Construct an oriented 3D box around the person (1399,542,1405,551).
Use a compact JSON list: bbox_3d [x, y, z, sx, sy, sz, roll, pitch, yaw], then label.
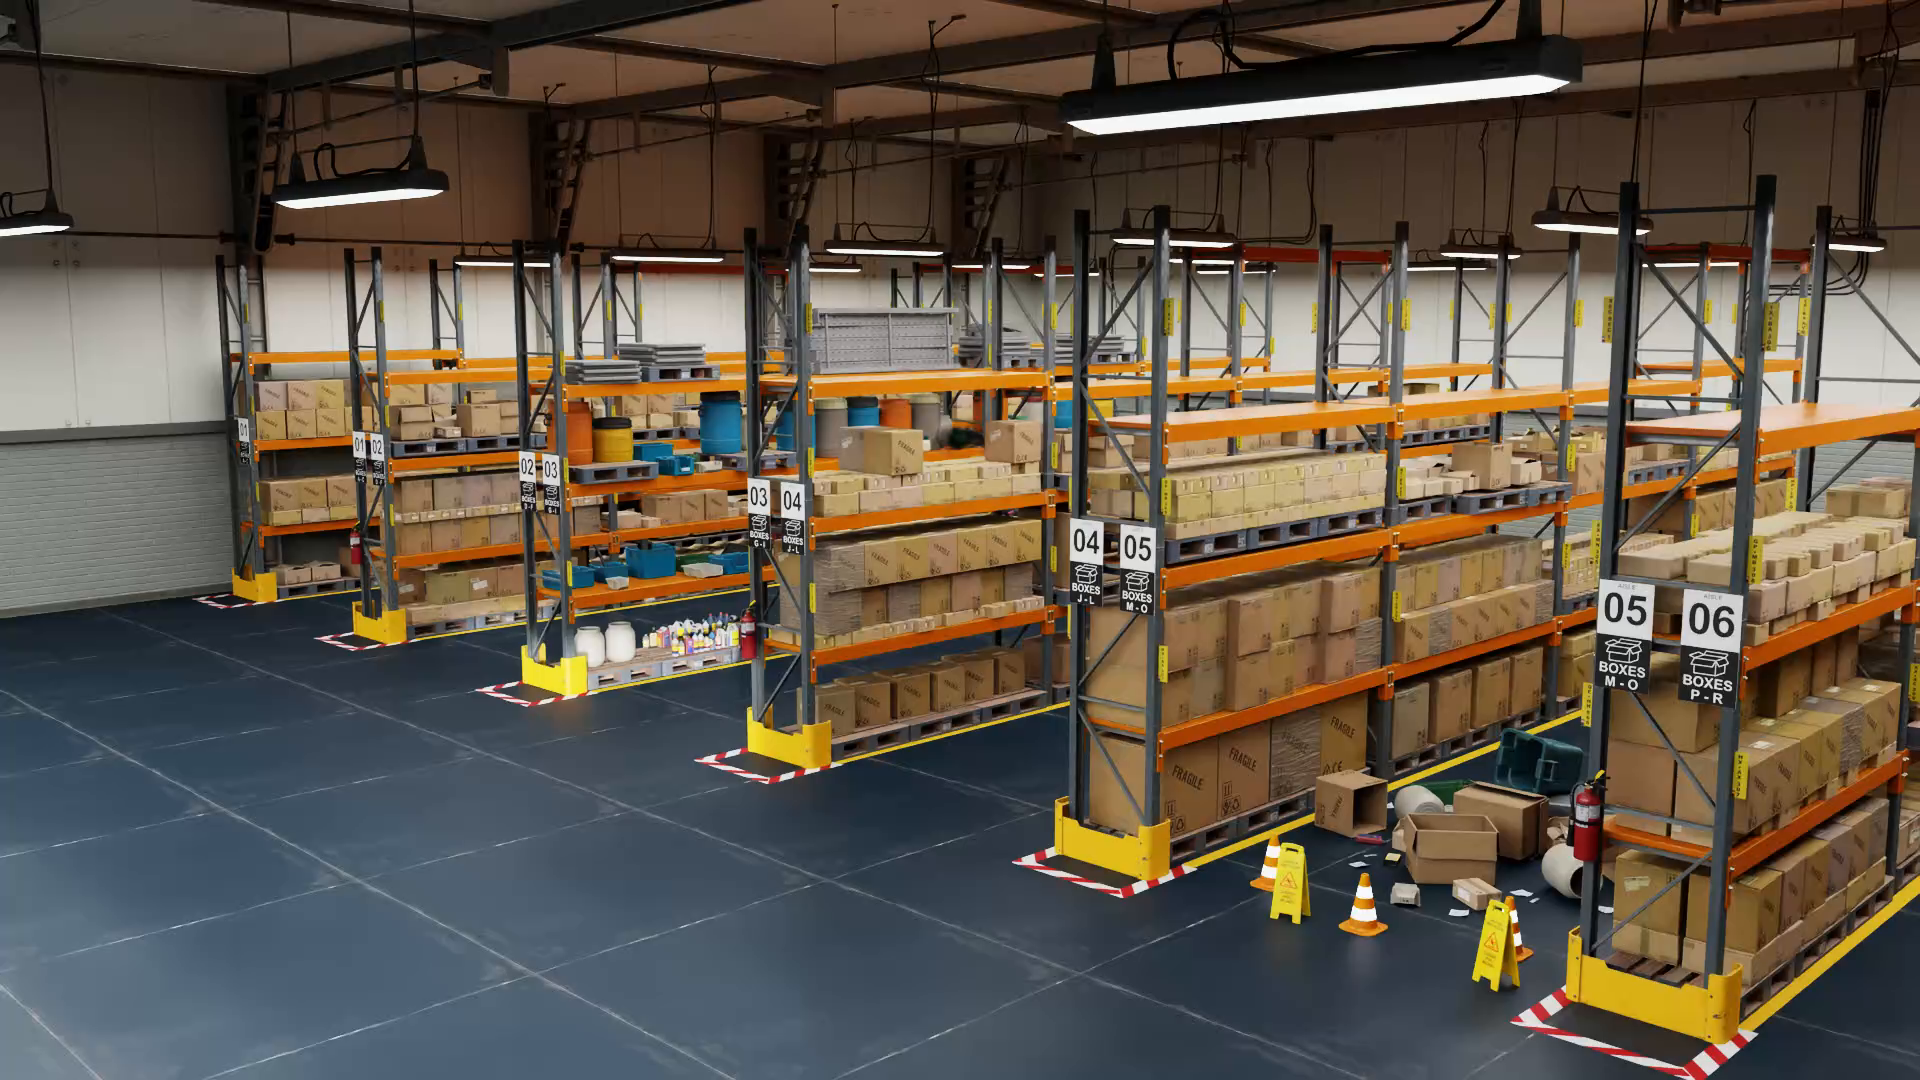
[{"bbox_3d":[6.704,0.753,25.444,0.539,1.609,0.861,8,11,43],"label":"person"}]
